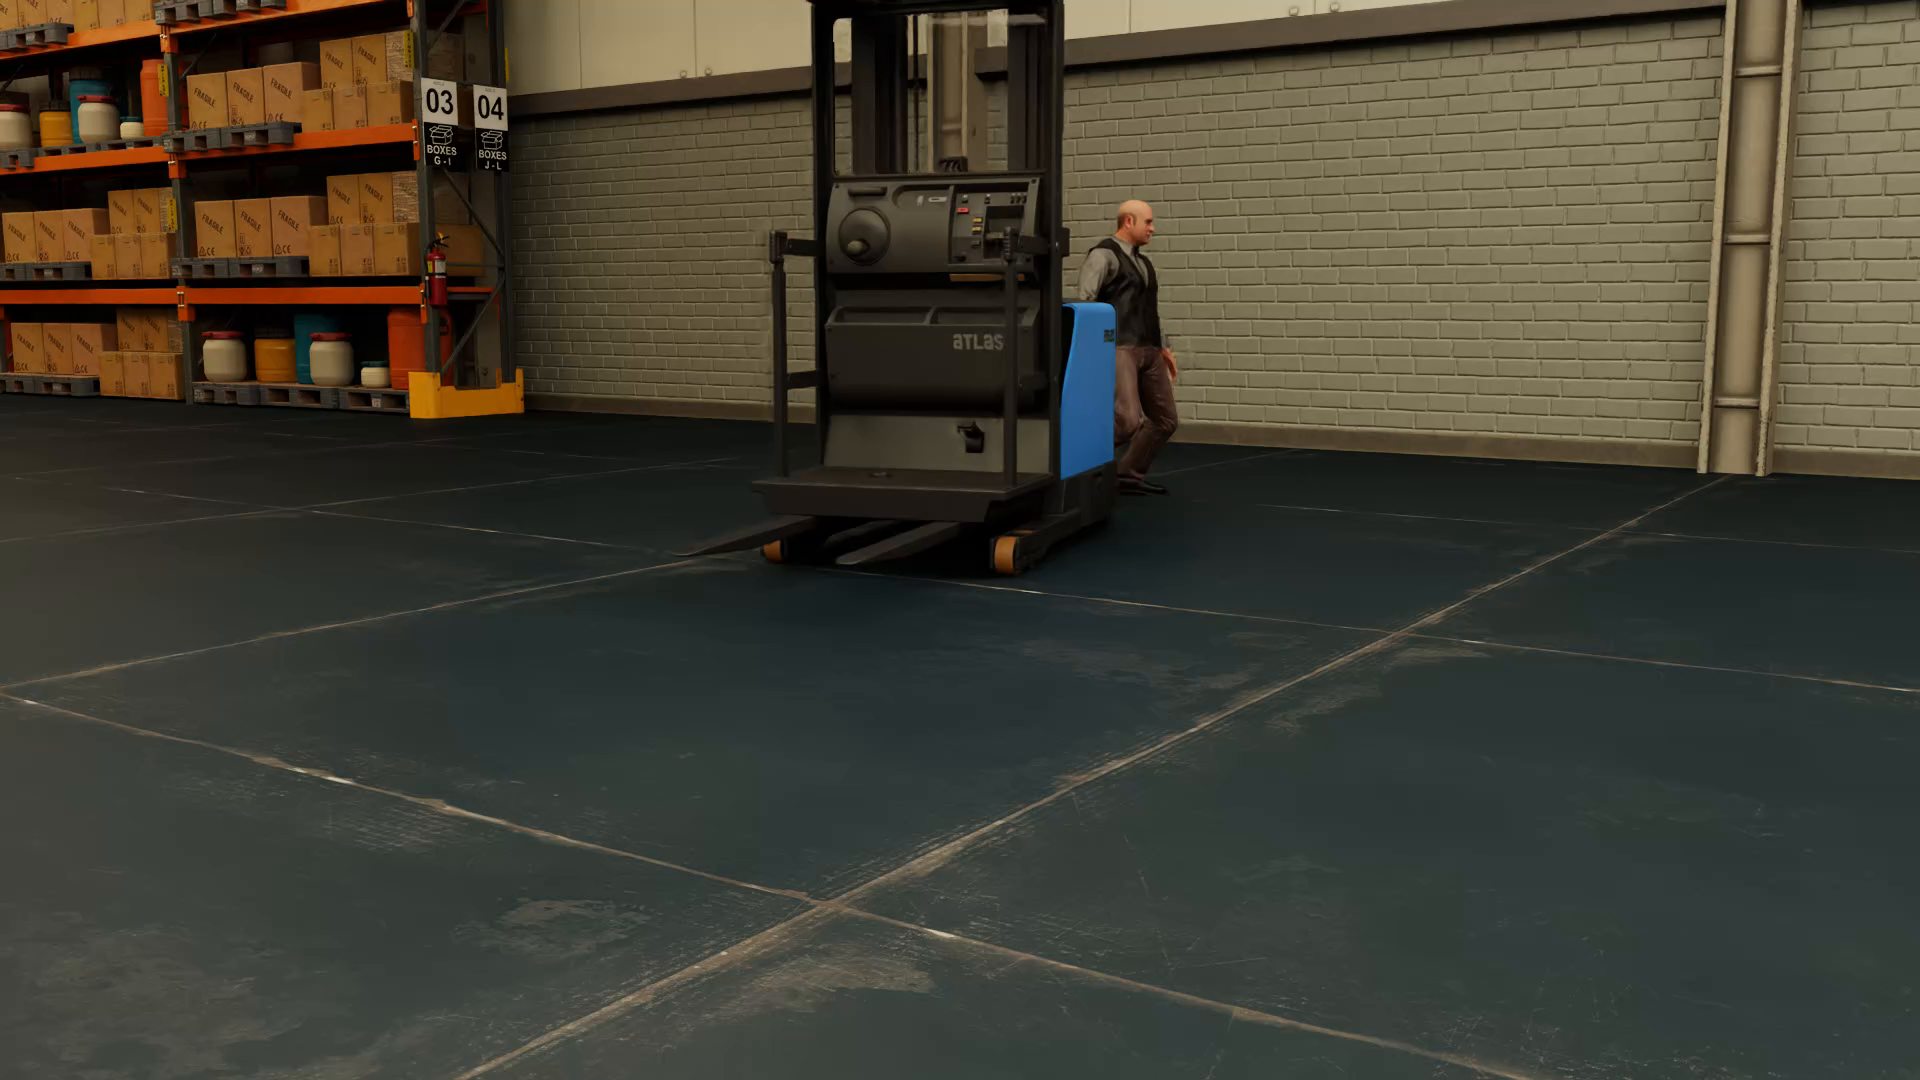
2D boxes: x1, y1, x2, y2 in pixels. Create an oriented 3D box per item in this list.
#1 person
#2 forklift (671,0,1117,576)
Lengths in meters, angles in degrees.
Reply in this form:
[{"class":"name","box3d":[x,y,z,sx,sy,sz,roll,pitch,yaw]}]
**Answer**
[{"class":"person","box3d":[0.881,-1.023,9.044,0.486,1.634,0.885,7,11,40]},{"class":"forklift","box3d":[-0.185,-1.369,6.817,1.130,2.935,3.031,3,9,19]}]
